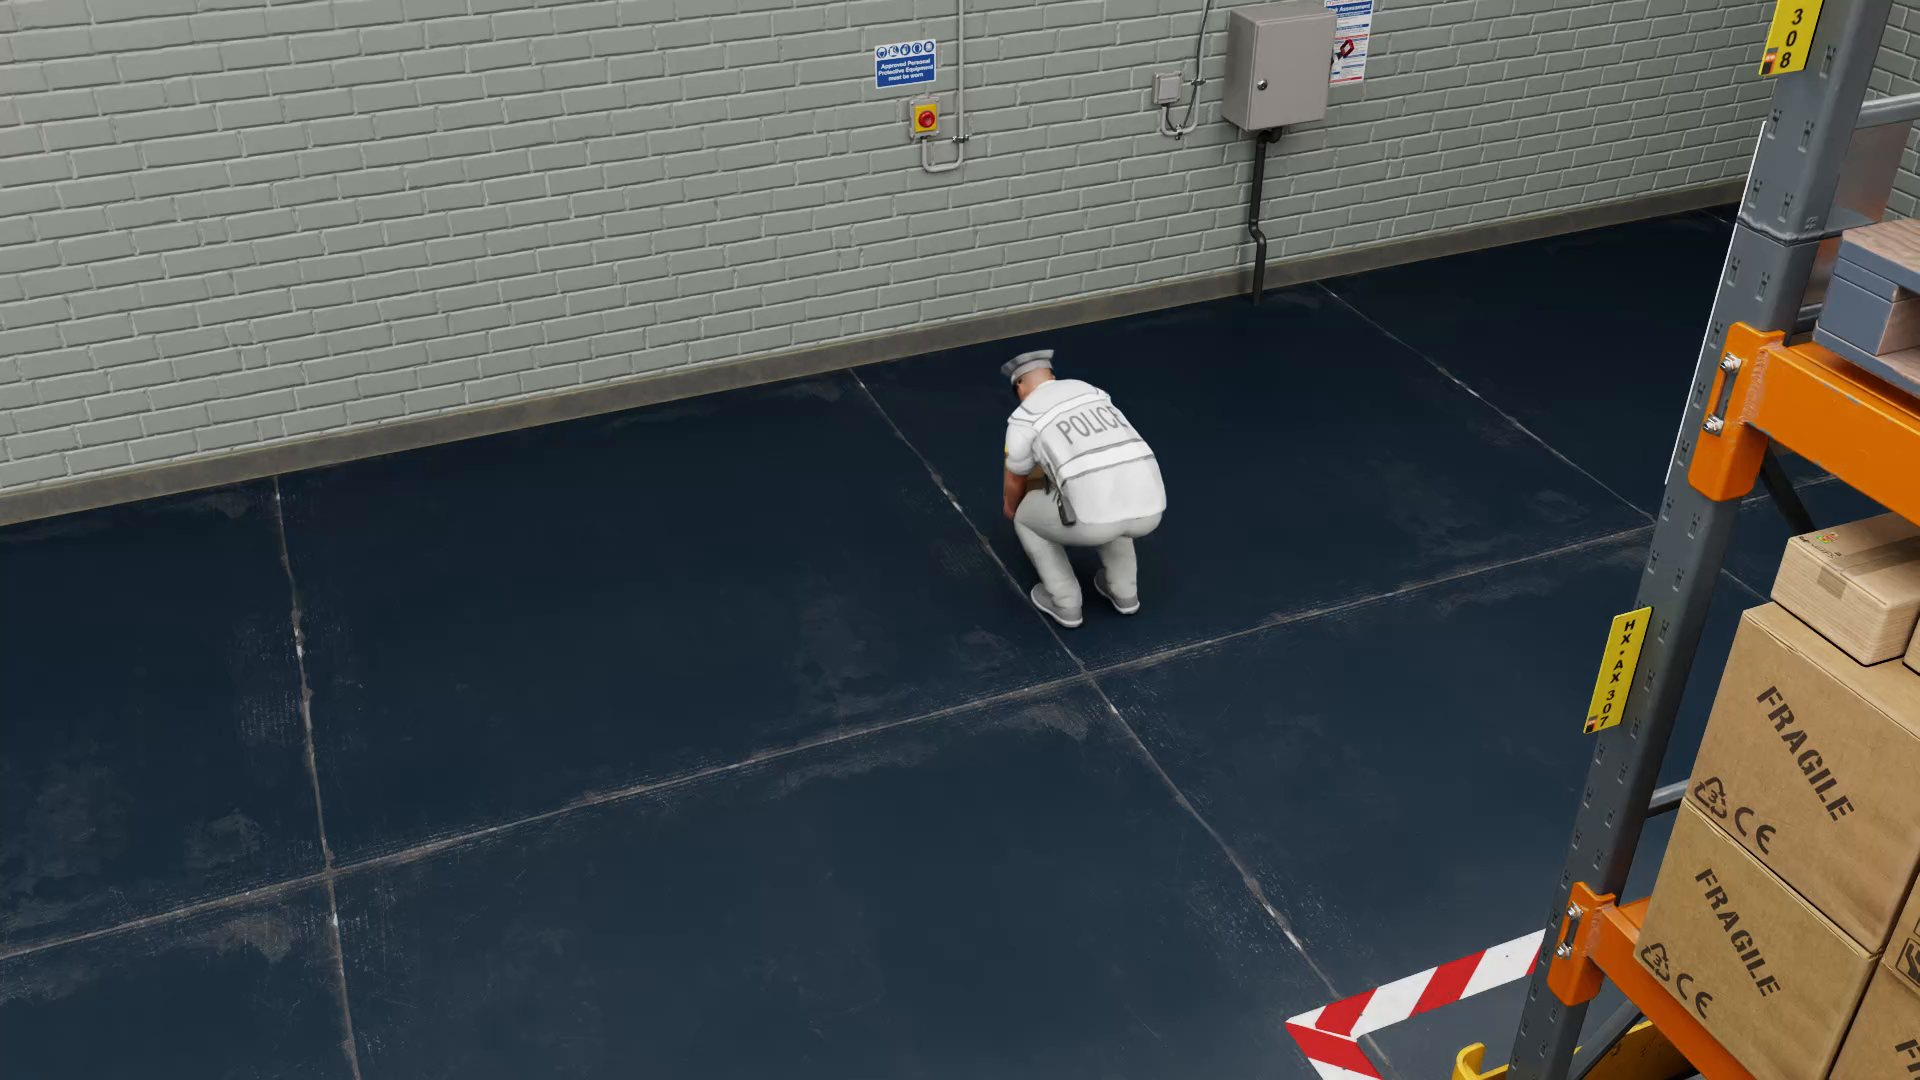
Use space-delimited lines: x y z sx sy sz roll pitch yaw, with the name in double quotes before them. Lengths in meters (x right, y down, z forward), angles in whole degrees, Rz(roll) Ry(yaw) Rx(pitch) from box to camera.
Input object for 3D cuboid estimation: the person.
"person" 0.477 -0.222 7.147 0.495 1.020 0.996 -14 36 -20
